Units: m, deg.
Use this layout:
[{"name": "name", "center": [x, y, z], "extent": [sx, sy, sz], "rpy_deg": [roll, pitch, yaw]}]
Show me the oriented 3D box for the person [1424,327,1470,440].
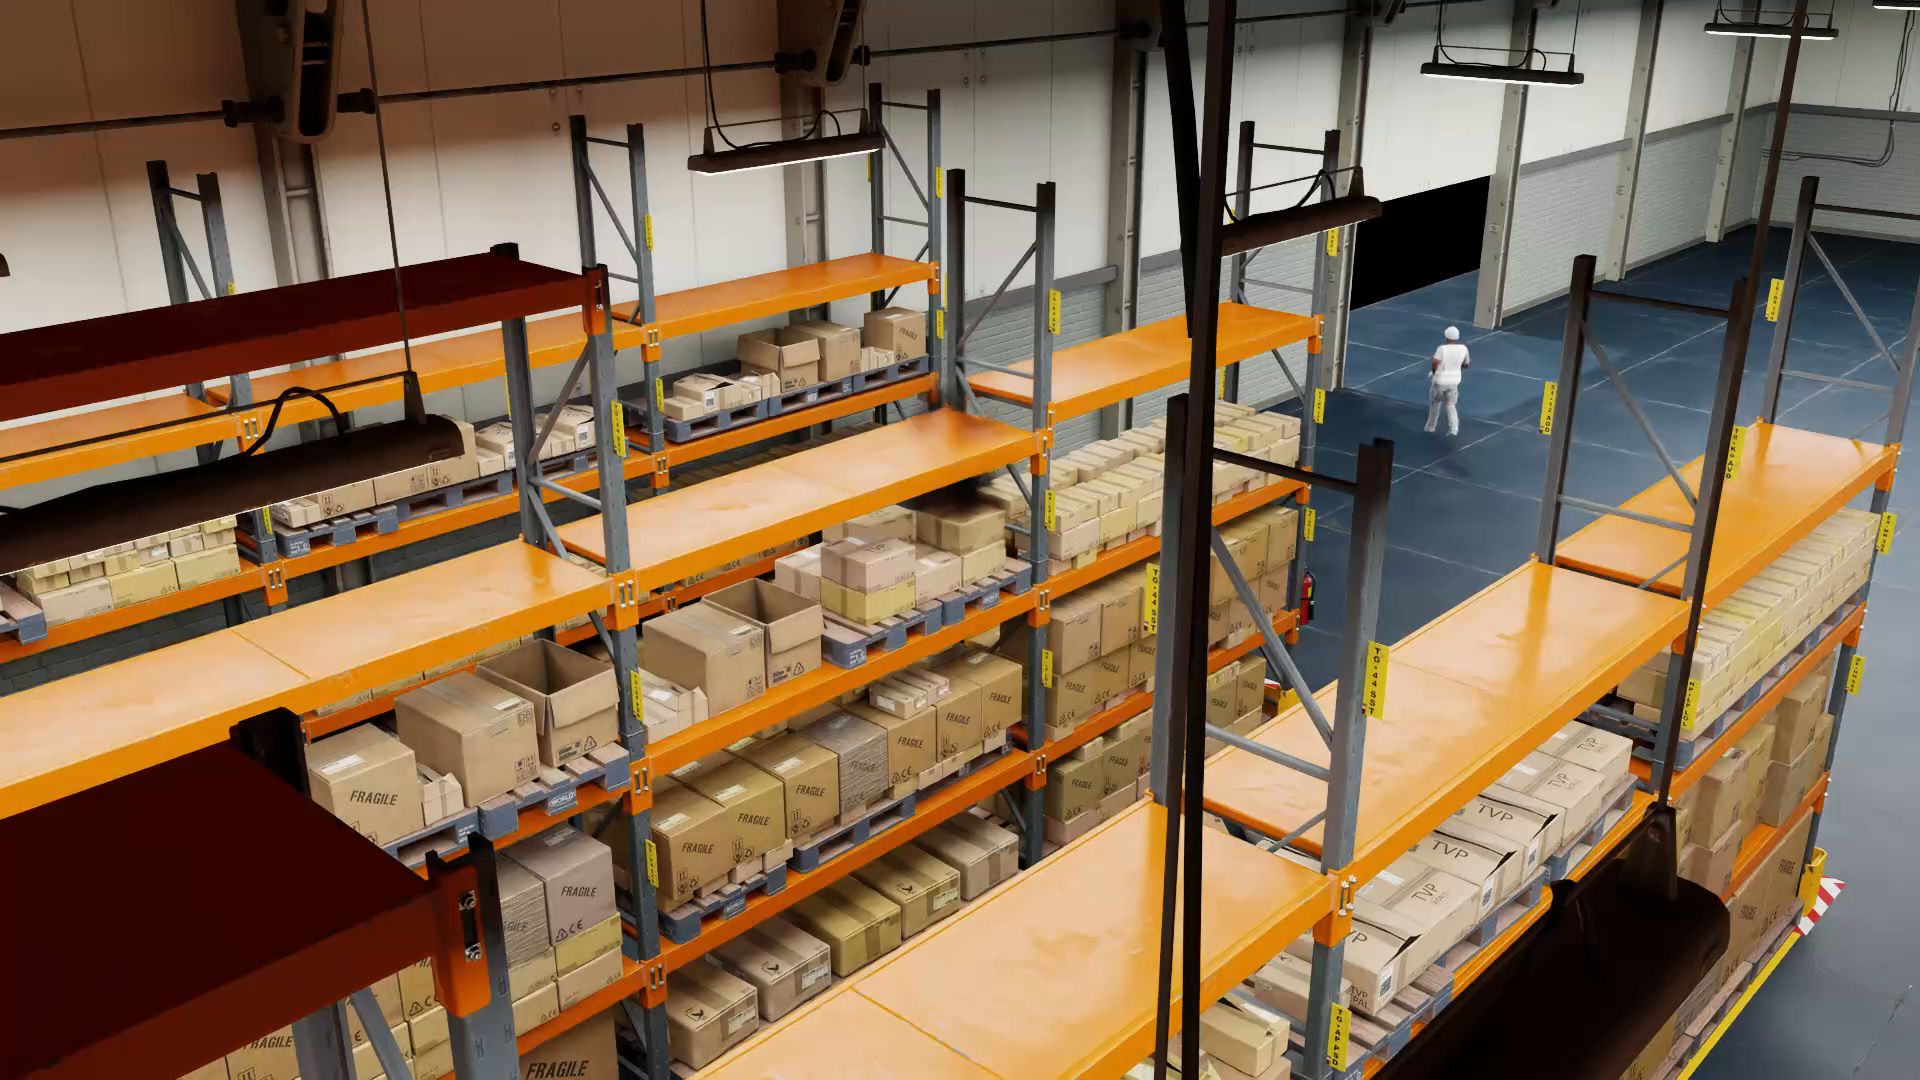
[{"name": "person", "center": [7.531, -2.428, 25.741], "extent": [0.682, 1.787, 0.978], "rpy_deg": [-1, 21, -3]}]
